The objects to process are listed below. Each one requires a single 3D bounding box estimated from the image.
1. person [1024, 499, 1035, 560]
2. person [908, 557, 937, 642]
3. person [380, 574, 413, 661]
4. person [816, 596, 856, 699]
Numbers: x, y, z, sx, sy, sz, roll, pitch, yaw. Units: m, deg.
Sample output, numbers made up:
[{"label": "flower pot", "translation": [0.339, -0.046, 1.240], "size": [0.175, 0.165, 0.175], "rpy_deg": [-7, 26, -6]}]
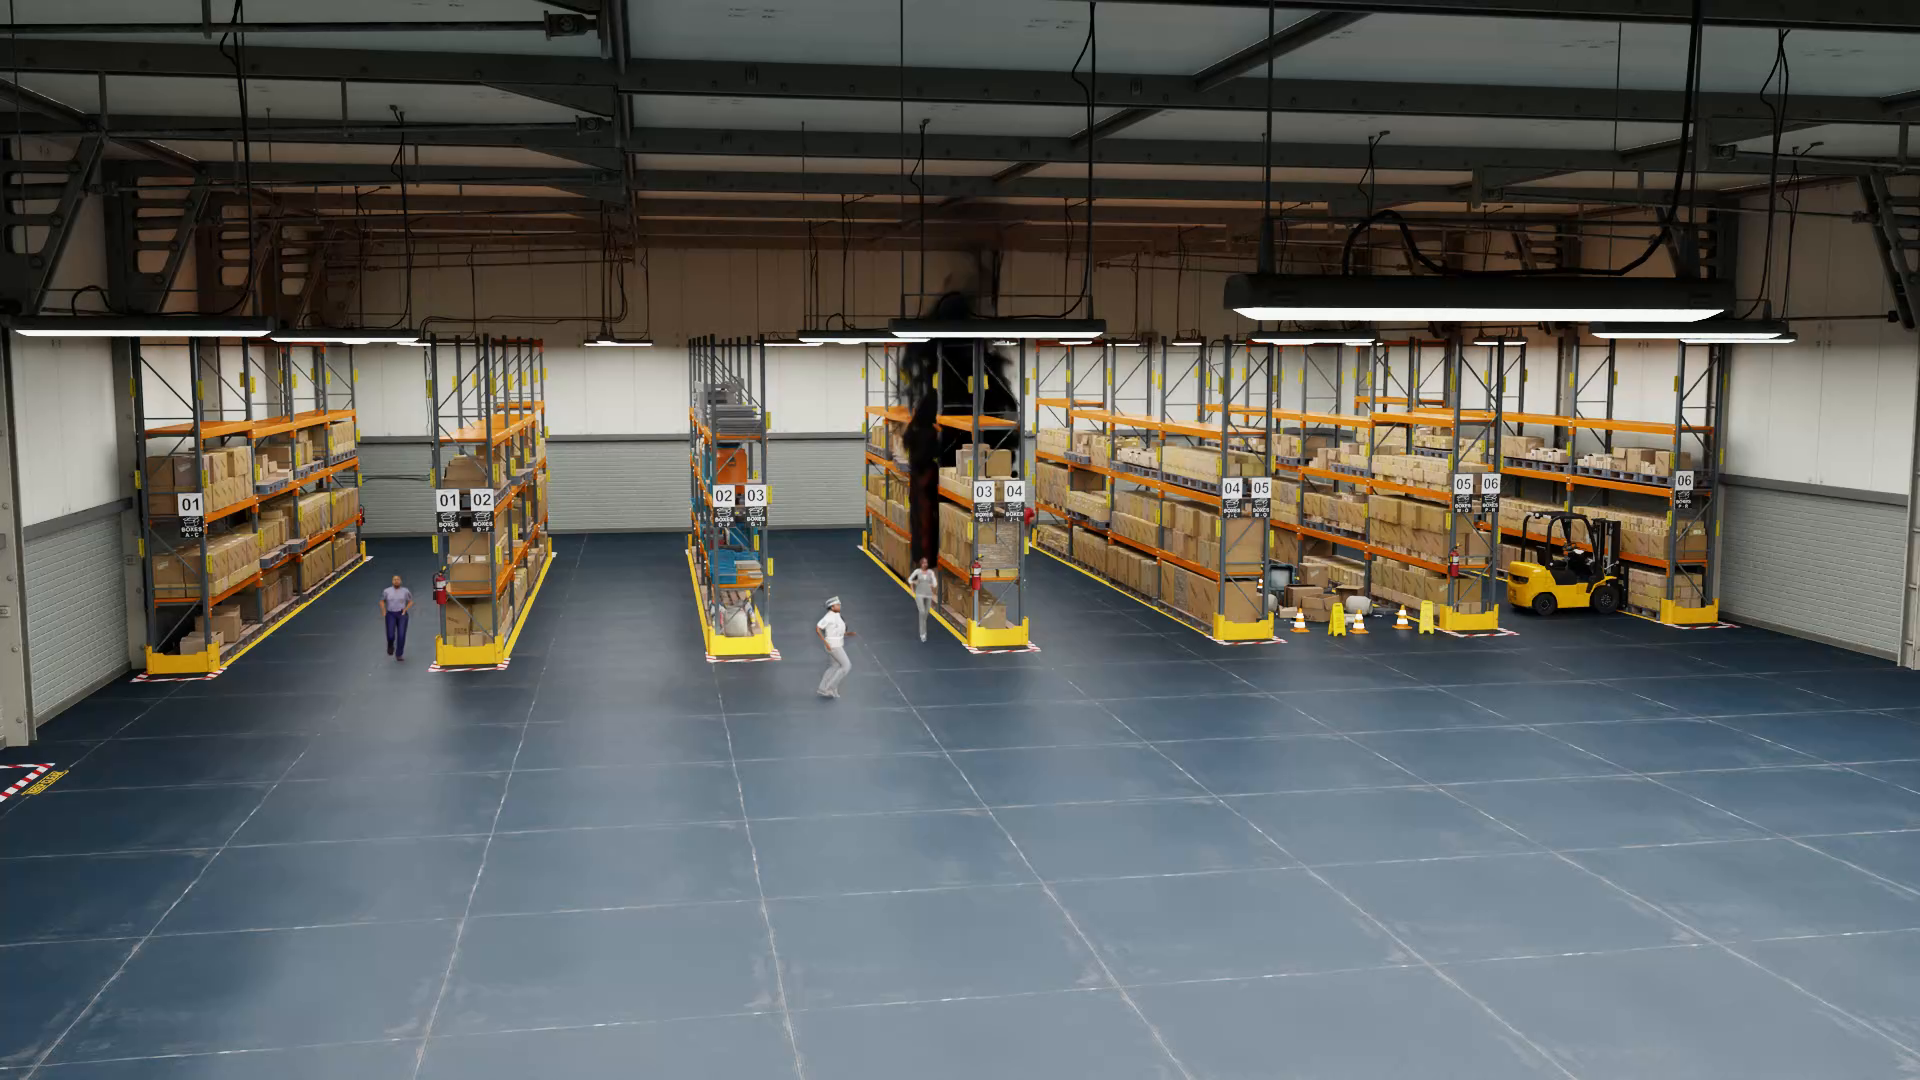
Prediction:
[{"label": "person", "translation": [1.721, -0.234, 44.790], "size": [0.626, 1.783, 0.747], "rpy_deg": [-1, 7, -9]}, {"label": "person", "translation": [-0.723, 1.149, 32.859], "size": [0.515, 1.636, 0.757], "rpy_deg": [-2, 7, -18]}, {"label": "person", "translation": [-10.374, 1.429, 30.641], "size": [0.583, 1.594, 0.527], "rpy_deg": [-2, 7, -19]}, {"label": "person", "translation": [-2.034, 1.768, 27.305], "size": [0.675, 1.685, 0.546], "rpy_deg": [1, 7, 10]}]
